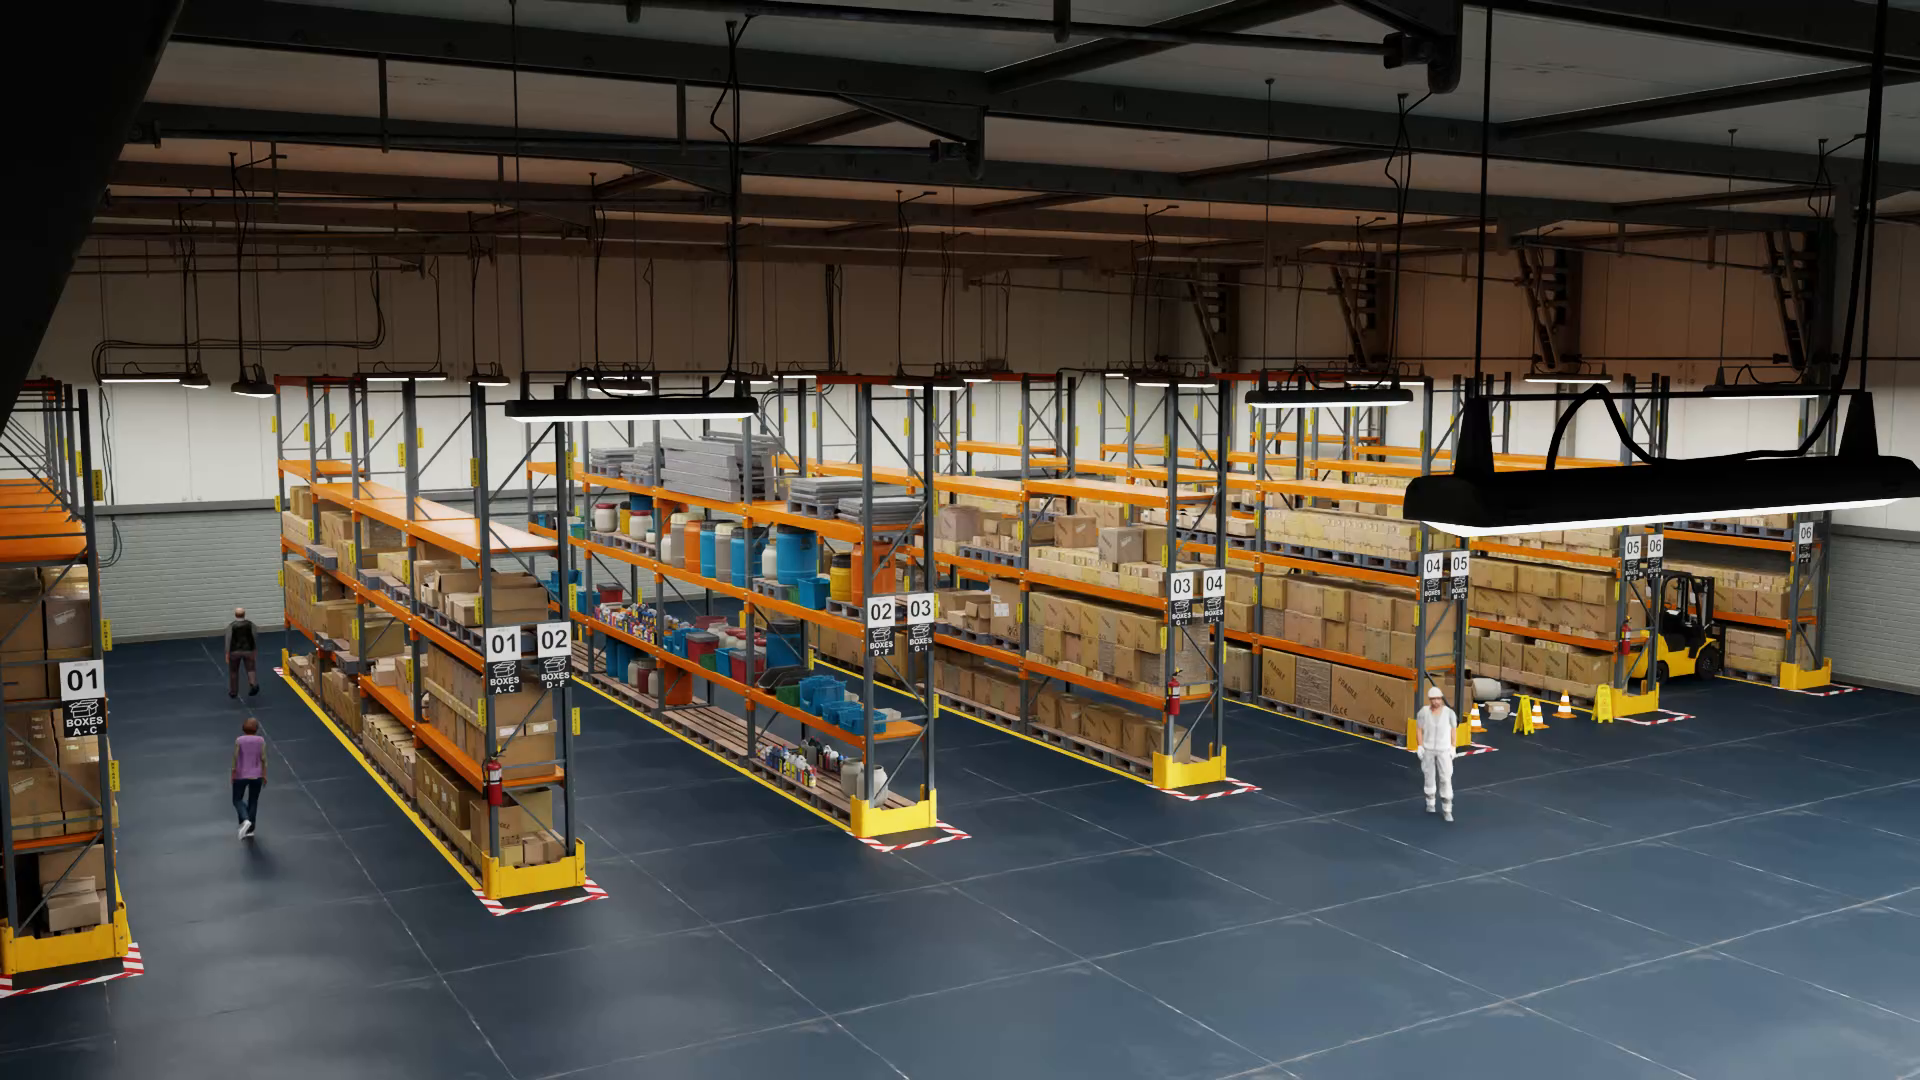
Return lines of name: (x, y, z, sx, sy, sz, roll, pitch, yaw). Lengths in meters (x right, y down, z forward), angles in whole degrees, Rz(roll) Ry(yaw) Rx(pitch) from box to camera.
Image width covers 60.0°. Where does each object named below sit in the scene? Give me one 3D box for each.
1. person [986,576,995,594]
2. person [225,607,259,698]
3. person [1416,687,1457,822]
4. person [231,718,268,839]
person: (0.742, 1.643, 35.740, 0.547, 1.709, 0.447, -4, 7, -33)
person: (-13.356, 2.104, 30.938, 0.571, 1.711, 0.797, -3, 7, -28)
person: (6.583, 2.952, 22.989, 0.552, 1.859, 0.532, 2, 7, 21)
person: (-9.350, 3.196, 21.898, 0.461, 1.483, 0.587, -3, 7, -28)
